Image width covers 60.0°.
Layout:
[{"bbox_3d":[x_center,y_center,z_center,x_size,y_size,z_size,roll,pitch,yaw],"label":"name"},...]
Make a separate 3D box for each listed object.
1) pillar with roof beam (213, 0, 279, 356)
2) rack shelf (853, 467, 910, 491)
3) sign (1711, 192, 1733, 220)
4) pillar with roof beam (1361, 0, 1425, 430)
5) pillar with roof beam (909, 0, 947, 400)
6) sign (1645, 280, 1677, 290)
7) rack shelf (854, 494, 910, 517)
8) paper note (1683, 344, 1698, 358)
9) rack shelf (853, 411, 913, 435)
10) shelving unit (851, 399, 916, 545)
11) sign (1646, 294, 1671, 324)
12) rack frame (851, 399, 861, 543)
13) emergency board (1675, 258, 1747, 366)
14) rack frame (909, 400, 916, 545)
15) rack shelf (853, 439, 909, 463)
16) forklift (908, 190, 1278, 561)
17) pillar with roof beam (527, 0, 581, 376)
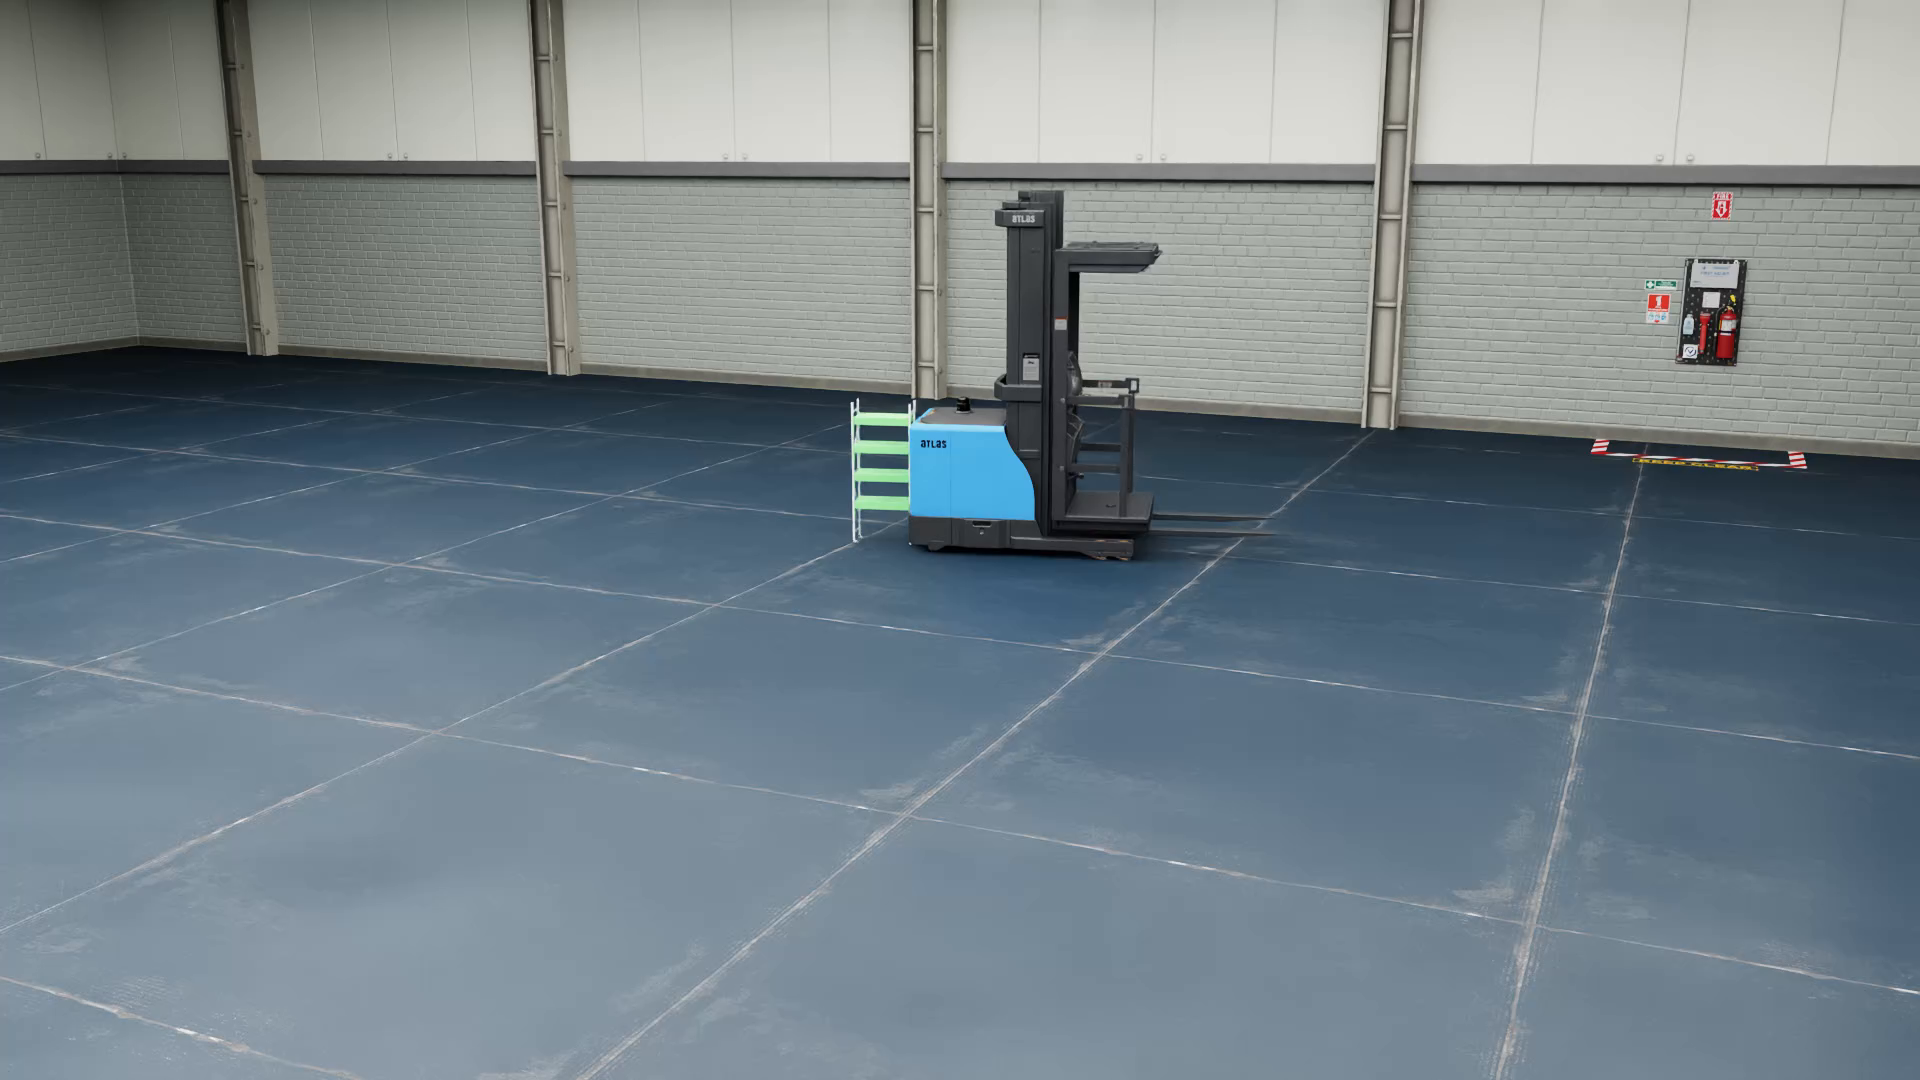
[{"bbox_3d":[-13.128,-6.517,22.330,0.400,9.000,9.100,6,14,23],"label":"pillar with roof beam"},{"bbox_3d":[-0.643,-0.518,14.116,0.480,0.148,0.258,2,13,9],"label":"rack shelf"},{"bbox_3d":[8.347,-3.662,18.218,0.199,0.298,0.001,6,14,23],"label":"sign"},{"bbox_3d":[3.329,-4.851,15.232,0.400,9.000,9.100,6,14,23],"label":"pillar with roof beam"},{"bbox_3d":[-2.157,-5.407,17.598,0.400,9.000,9.100,6,14,23],"label":"pillar with roof beam"},{"bbox_3d":[7.851,-2.857,18.627,0.331,0.109,0.001,6,14,23],"label":"sign"},{"bbox_3d":[-0.643,-0.284,14.171,0.480,0.148,0.258,2,13,9],"label":"rack shelf"},{"bbox_3d":[8.181,-2.113,18.623,0.142,0.148,0.016,6,14,23],"label":"paper note"},{"bbox_3d":[-0.643,-0.985,14.006,0.480,0.148,0.258,2,13,9],"label":"rack shelf"},{"bbox_3d":[-0.643,-0.580,14.102,0.503,1.200,0.258,2,13,9],"label":"shelving unit"},{"bbox_3d":[7.851,-2.601,18.697,0.234,0.329,0.001,6,14,23],"label":"sign"},{"bbox_3d":[-0.884,-0.589,14.138,0.015,1.200,0.240,2,13,9],"label":"rack frame"},{"bbox_3d":[8.315,-2.511,18.391,0.643,1.169,0.194,6,14,23],"label":"emergency board"},{"bbox_3d":[-0.402,-0.572,14.065,0.015,1.200,0.240,2,13,9],"label":"rack frame"},{"bbox_3d":[-0.643,-0.752,14.061,0.480,0.148,0.258,2,13,9],"label":"rack shelf"},{"bbox_3d":[1.134,-1.387,13.749,3.031,2.935,1.130,2,13,9],"label":"forklift"},{"bbox_3d":[-7.643,-5.962,19.964,0.400,9.000,9.100,6,14,23],"label":"pillar with roof beam"}]
